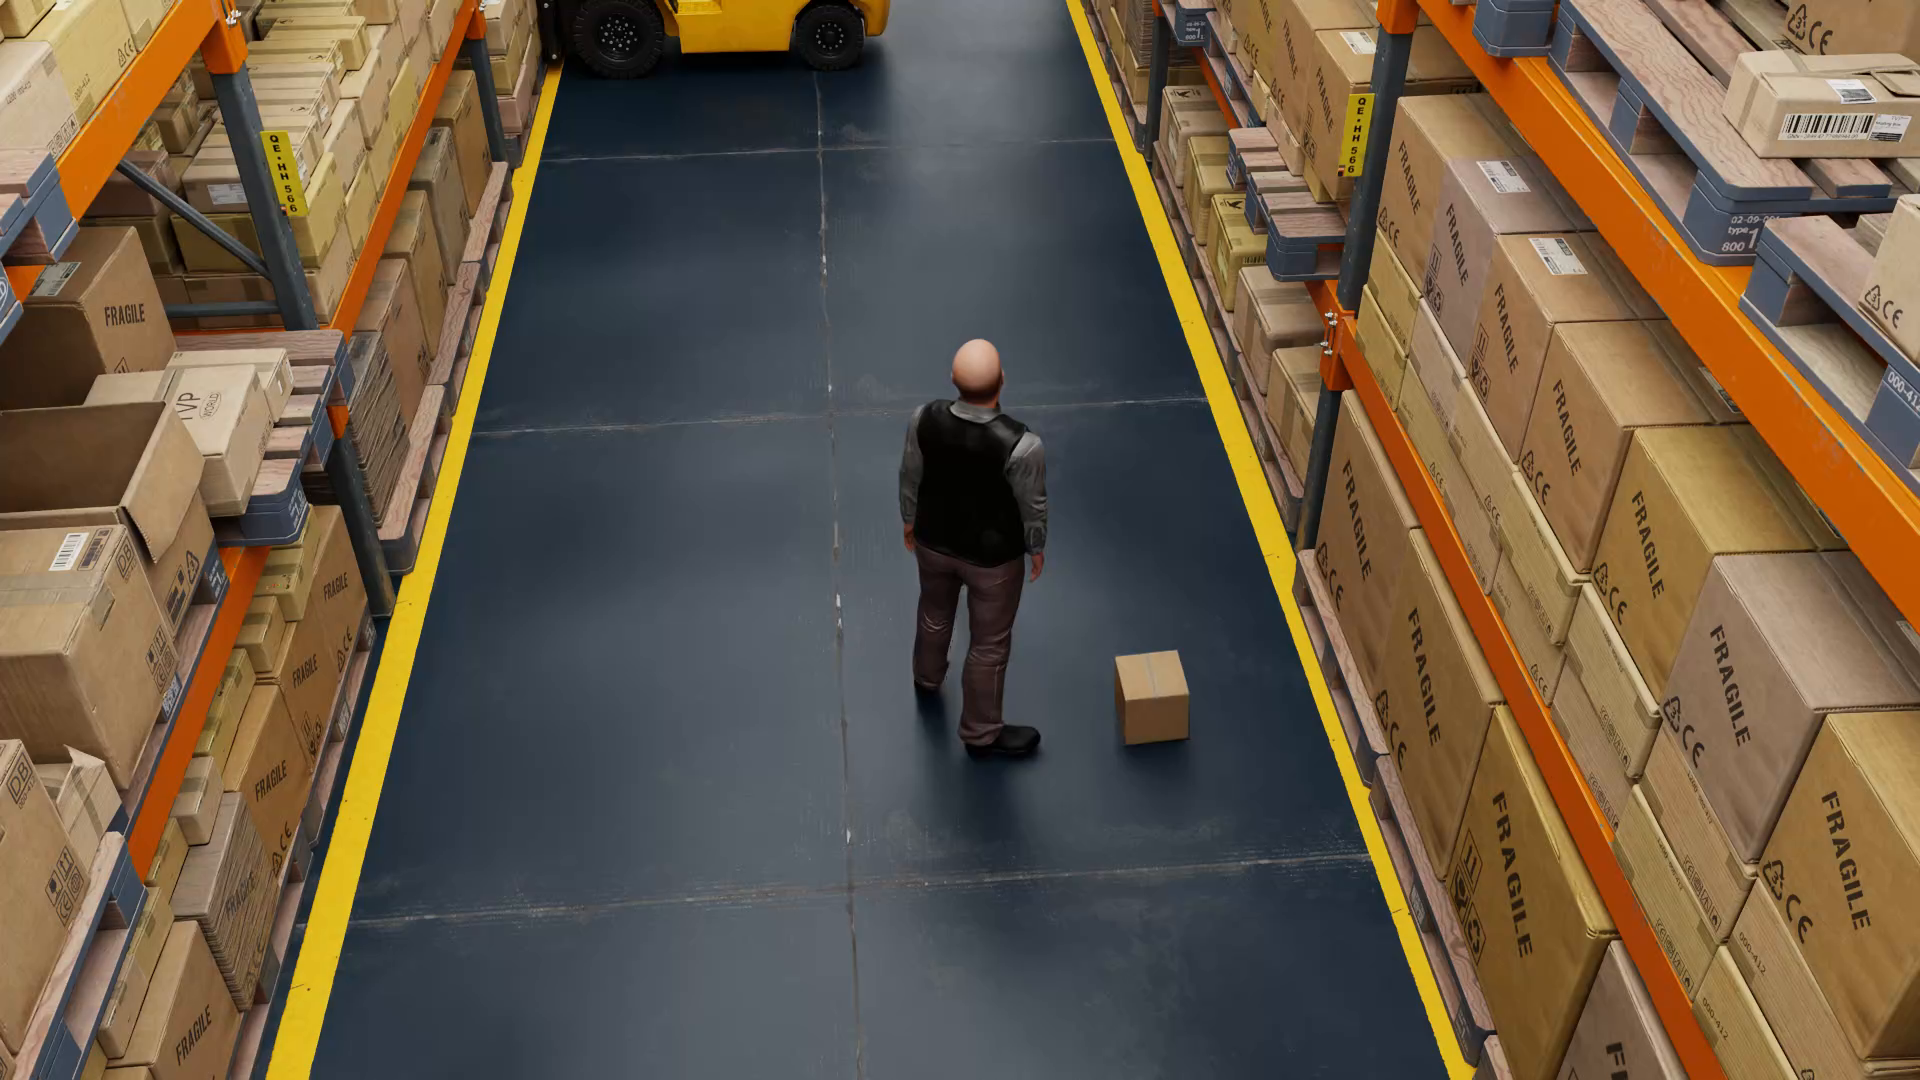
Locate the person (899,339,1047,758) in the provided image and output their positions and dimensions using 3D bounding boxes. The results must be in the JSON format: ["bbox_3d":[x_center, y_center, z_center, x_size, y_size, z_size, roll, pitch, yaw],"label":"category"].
[{"bbox_3d":[0.033,0.003,6.136,0.689,1.717,0.488,19,42,22],"label":"person"}]
